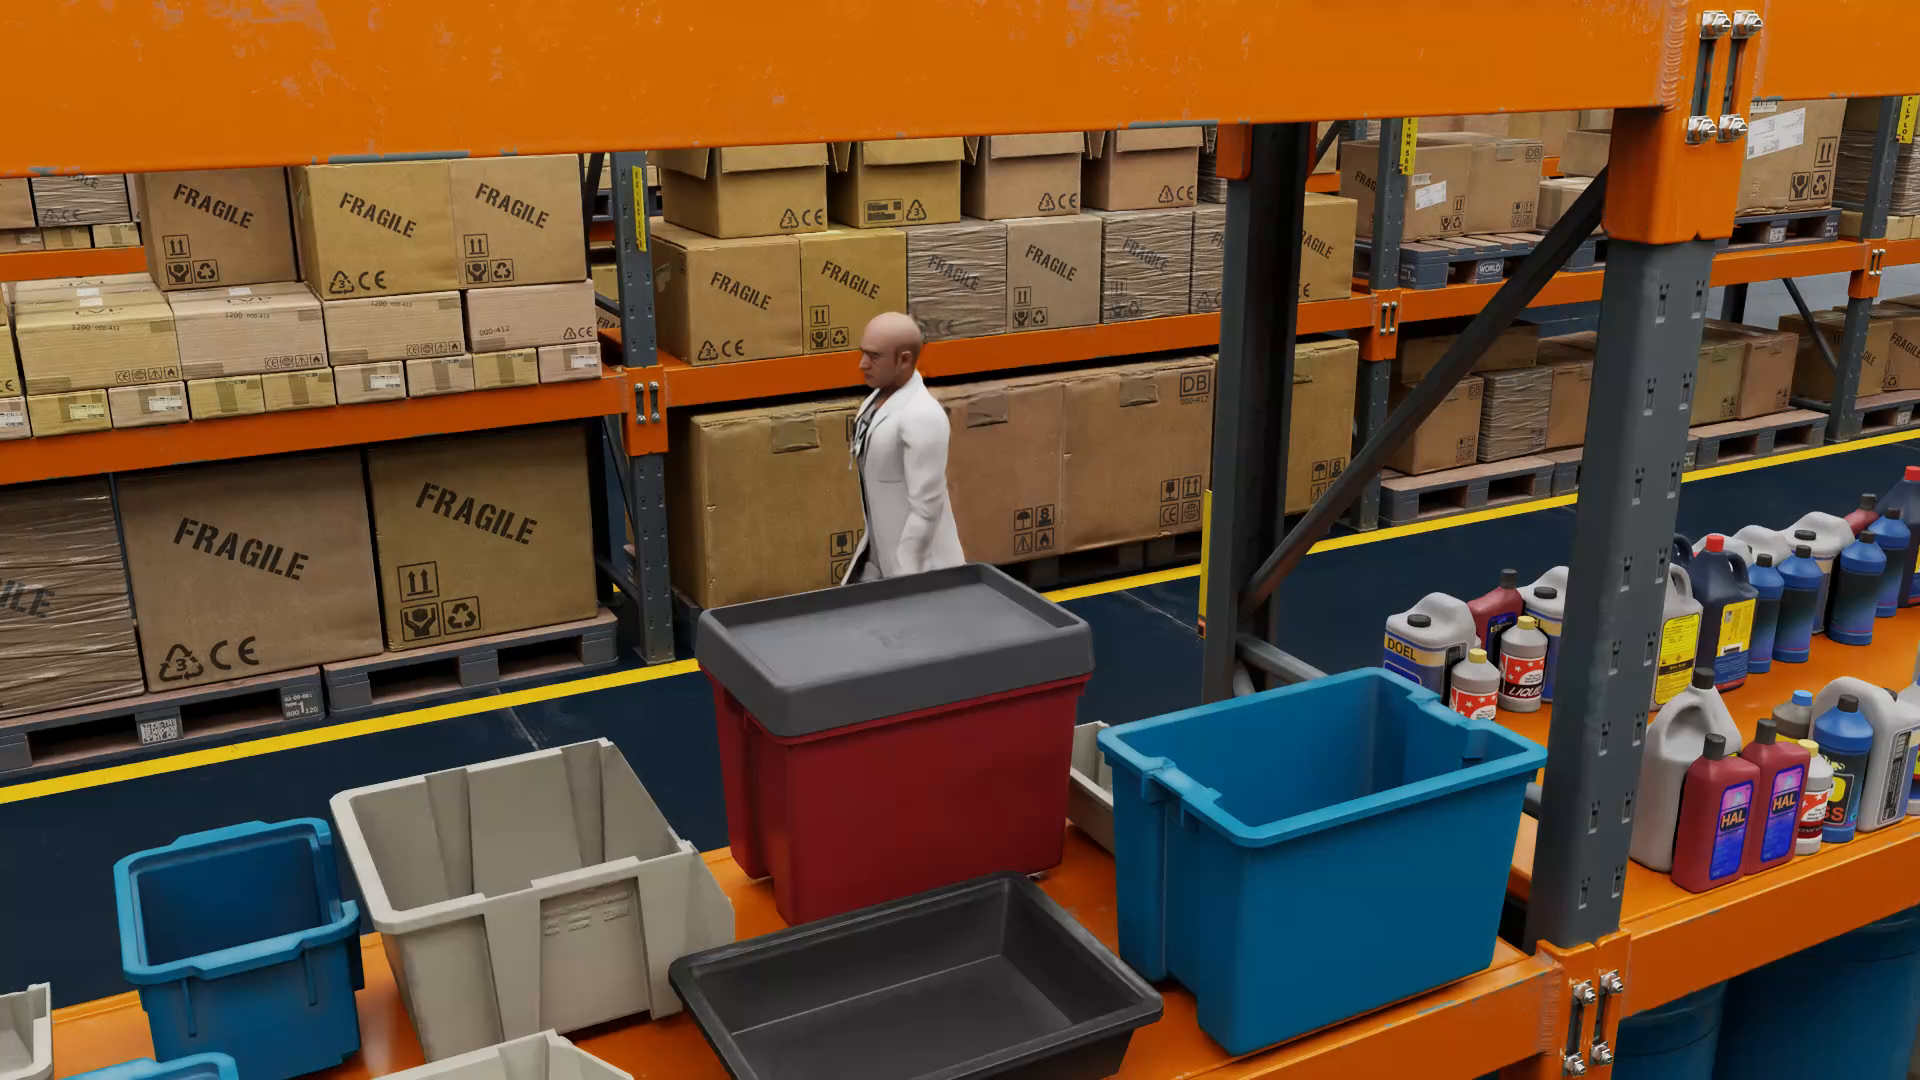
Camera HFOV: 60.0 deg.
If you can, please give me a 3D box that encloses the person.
[{"bbox_3d":[-0.193,0.068,5.862,0.835,1.780,0.645,-7,19,-20],"label":"person"}]
